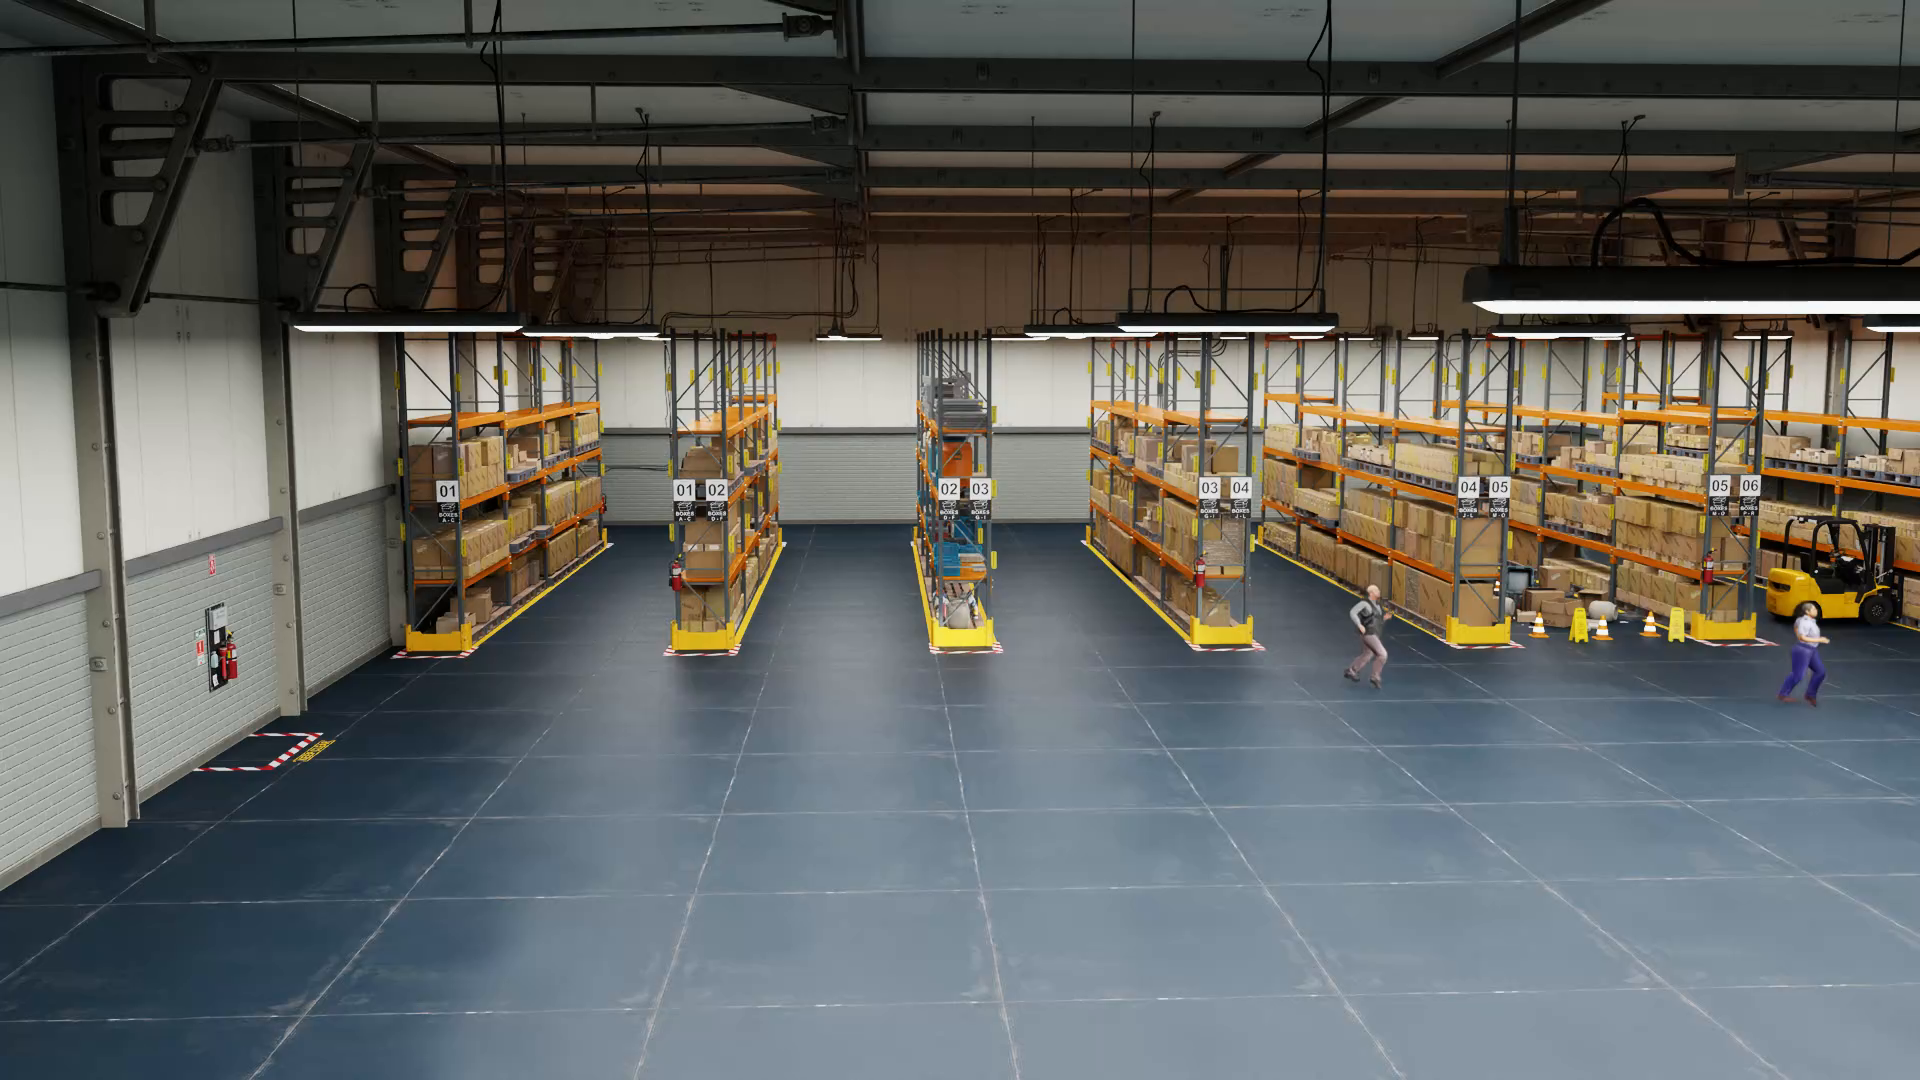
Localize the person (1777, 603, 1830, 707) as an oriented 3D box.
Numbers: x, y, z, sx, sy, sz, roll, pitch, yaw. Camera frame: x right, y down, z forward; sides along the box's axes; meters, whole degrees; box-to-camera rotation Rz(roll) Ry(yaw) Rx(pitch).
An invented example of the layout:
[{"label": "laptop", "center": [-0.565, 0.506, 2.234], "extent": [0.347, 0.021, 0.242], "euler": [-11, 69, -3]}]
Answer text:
[{"label": "person", "center": [13.358, 1.831, 26.293], "extent": [0.733, 1.703, 0.595], "euler": [6, 9, 44]}]

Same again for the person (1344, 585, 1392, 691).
[{"label": "person", "center": [6.803, 1.623, 27.761], "extent": [0.795, 1.770, 0.635], "euler": [5, 8, 34]}]

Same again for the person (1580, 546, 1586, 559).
[{"label": "person", "center": [15.843, -0.174, 42.422], "extent": [0.705, 1.745, 0.991], "euler": [-1, 7, -5]}]

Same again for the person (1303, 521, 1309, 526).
[{"label": "person", "center": [10.467, -0.911, 49.152], "extent": [0.841, 1.712, 0.544], "euler": [-1, 7, -7]}]
